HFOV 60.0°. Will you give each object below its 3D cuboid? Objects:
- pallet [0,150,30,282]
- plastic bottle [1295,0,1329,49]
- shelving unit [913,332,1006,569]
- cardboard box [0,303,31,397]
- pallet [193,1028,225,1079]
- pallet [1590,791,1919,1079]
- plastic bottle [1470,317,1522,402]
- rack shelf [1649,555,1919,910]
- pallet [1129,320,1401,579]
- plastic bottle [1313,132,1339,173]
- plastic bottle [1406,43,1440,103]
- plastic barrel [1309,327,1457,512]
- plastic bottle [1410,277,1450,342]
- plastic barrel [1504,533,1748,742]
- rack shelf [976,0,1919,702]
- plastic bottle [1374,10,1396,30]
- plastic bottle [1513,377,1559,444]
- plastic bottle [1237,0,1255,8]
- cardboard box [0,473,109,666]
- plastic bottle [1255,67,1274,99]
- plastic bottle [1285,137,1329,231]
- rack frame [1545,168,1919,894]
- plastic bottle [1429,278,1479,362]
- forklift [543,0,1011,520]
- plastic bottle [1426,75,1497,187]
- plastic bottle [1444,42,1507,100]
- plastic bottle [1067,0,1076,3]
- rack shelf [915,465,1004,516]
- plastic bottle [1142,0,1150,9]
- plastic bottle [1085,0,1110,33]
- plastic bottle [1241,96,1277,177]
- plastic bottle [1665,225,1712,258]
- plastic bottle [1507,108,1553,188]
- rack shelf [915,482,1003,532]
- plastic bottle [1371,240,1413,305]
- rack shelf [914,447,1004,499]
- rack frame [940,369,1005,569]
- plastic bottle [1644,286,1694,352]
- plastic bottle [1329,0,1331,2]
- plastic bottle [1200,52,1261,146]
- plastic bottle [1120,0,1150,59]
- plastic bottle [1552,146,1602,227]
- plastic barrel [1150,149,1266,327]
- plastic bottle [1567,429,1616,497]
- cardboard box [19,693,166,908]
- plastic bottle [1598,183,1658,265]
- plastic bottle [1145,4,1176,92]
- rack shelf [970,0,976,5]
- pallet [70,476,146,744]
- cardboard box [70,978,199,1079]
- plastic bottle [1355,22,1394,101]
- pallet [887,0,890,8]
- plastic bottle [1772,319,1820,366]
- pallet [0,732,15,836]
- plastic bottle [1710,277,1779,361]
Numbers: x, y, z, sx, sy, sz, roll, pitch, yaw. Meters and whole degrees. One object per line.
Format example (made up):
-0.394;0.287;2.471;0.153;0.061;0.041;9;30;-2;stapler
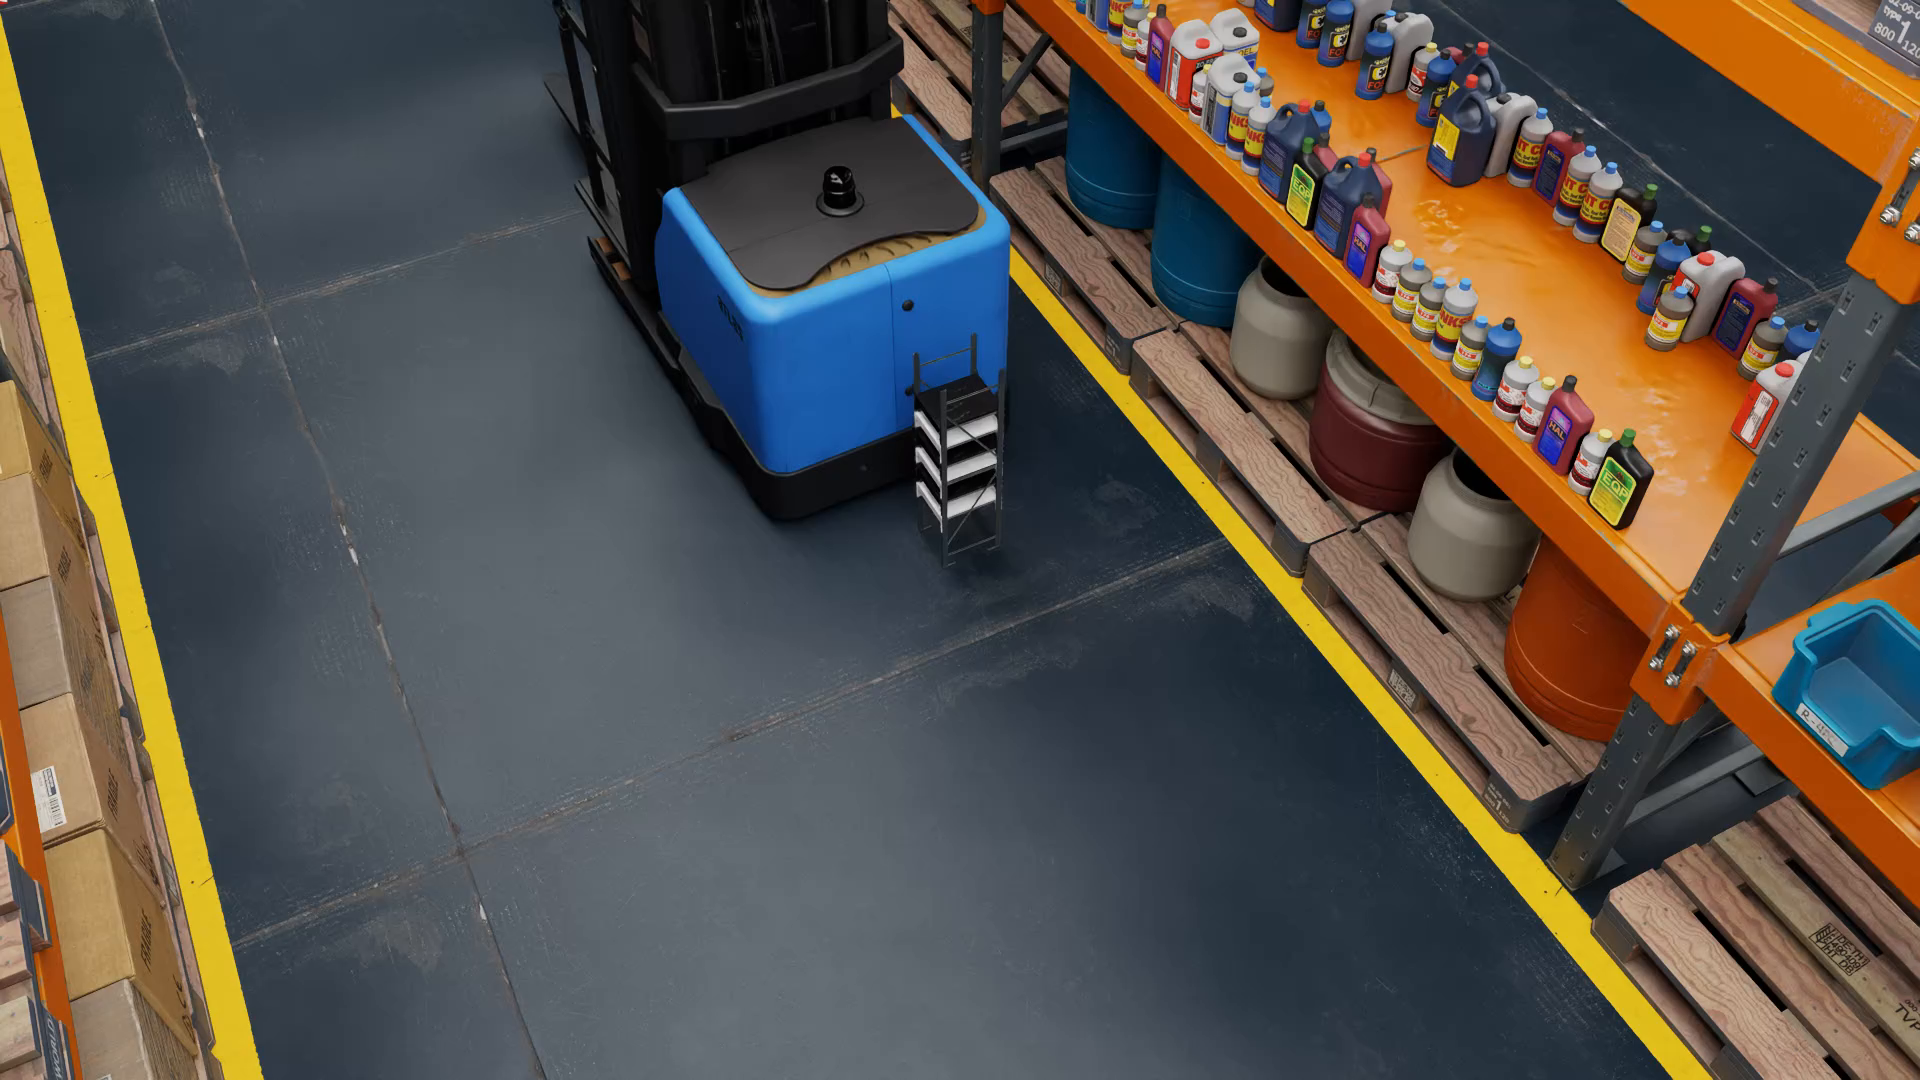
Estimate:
-4.760;-1.414;7.347;1.003;0.211;1.213;-21;52;-18;pallet
1.285;-1.926;6.027;0.097;0.271;0.097;0;49;0;plastic bottle
-0.004;-0.302;5.916;0.258;0.900;0.210;-21;52;-18;shelving unit
-3.884;-0.670;6.337;0.500;0.311;0.500;-21;52;-18;cardboard box
-2.362;2.028;4.336;1.003;0.211;1.213;-21;52;-18;pallet
2.672;1.369;4.913;1.003;0.211;1.213;-21;52;-18;pallet
1.556;-0.531;4.807;0.097;0.271;0.097;0;49;0;plastic bottle
3.267;1.494;3.428;1.077;0.370;4.000;-21;52;-18;rack shelf
1.400;-0.492;6.540;1.003;0.211;1.213;-21;52;-18;pallet
1.173;-1.165;5.354;0.061;0.283;0.133;-21;52;-18;plastic bottle
1.632;-1.645;5.828;0.097;0.201;0.097;0;49;0;plastic bottle
1.596;-0.503;6.020;0.600;0.588;0.708;-21;52;-18;plastic barrel
1.423;-0.703;5.004;0.097;0.201;0.097;0;49;0;plastic bottle
2.113;0.174;5.268;0.600;0.830;0.708;-21;52;-18;plastic barrel
1.437;-1.183;5.770;1.077;0.370;4.000;-21;52;-18;rack shelf
1.526;-1.800;5.964;0.097;0.201;0.097;0;49;0;plastic bottle
1.645;-0.377;4.719;0.097;0.201;0.097;0;49;0;plastic bottle
1.105;-2.190;6.205;0.144;0.351;0.185;-21;52;-18;plastic bottle
-3.185;0.189;5.460;0.500;0.500;0.500;-21;52;-17;cardboard box
1.027;-1.532;5.729;0.097;0.201;0.097;0;49;0;plastic bottle
1.119;-1.144;5.336;0.061;0.283;0.133;-21;52;-18;plastic bottle
2.352;-0.081;4.328;1.000;3.000;0.127;-21;52;-18;rack frame
1.467;-0.661;4.921;0.097;0.271;0.097;0;49;0;plastic bottle
-0.956;-2.153;6.186;1.130;2.935;3.031;-22;53;-18;forklift
1.664;-1.360;5.479;0.144;0.351;0.185;-21;52;-18;plastic bottle
1.737;-1.502;5.604;0.144;0.351;0.185;-21;52;-18;plastic bottle
0.440;-2.140;6.261;0.097;0.201;0.097;0;49;0;plastic bottle
-0.004;-0.221;6.009;0.258;0.077;0.200;-21;52;-18;rack shelf
0.665;-2.062;6.193;0.097;0.201;0.097;0;49;0;plastic bottle
0.562;-2.031;6.116;0.152;0.276;0.135;-21;52;-18;plastic bottle
0.998;-1.348;5.521;0.097;0.271;0.097;0;49;0;plastic bottle
2.209;-0.859;5.086;0.061;0.283;0.133;-21;52;-18;plastic bottle
1.884;-1.300;5.479;0.097;0.271;0.097;0;49;0;plastic bottle
-0.004;-0.161;6.077;0.258;0.077;0.200;-21;52;-18;rack shelf
1.334;-0.833;5.118;0.097;0.201;0.097;0;49;0;plastic bottle
-0.004;-0.280;5.941;0.258;0.077;0.200;-21;52;-18;rack shelf
0.043;-0.234;5.857;0.240;0.900;0.006;-21;52;-18;rack frame
2.127;-0.671;4.976;0.097;0.201;0.097;0;49;0;plastic bottle
1.387;-1.983;6.074;0.152;0.276;0.135;-21;52;-18;plastic bottle
0.925;-1.501;5.653;0.152;0.276;0.135;-21;52;-18;plastic bottle
0.635;-1.855;6.011;0.097;0.201;0.097;0;49;0;plastic bottle
1.990;-1.145;5.344;0.097;0.271;0.097;0;49;0;plastic bottle
1.079;-1.362;6.563;0.600;0.901;0.708;-21;52;-18;plastic barrel
1.751;-0.223;4.584;0.097;0.201;0.097;0;49;0;plastic bottle
-2.721;0.864;4.870;0.500;0.500;0.500;-23;53;-19;cardboard box
2.103;-1.013;5.221;0.061;0.283;0.133;-21;52;-18;plastic bottle
0.716;-1.733;5.850;0.061;0.283;0.133;-21;52;-18;plastic bottle
-0.394;-3.860;8.111;1.077;0.370;4.000;-21;52;-18;rack shelf
-3.479;0.395;5.764;1.003;0.211;1.213;-21;52;-18;pallet
-2.253;1.549;4.271;0.500;0.500;0.500;-23;53;-19;cardboard box
1.453;-1.681;5.813;0.097;0.271;0.097;0;49;0;plastic bottle
-0.412;-3.137;8.853;1.003;0.211;1.213;-21;52;-18;pallet
2.413;-0.527;4.803;0.097;0.271;0.097;0;49;0;plastic bottle
-2.948;0.386;4.047;1.003;0.211;1.213;-21;52;-18;pallet
2.332;-0.679;4.929;0.061;0.283;0.133;-21;52;-18;plastic bottle
